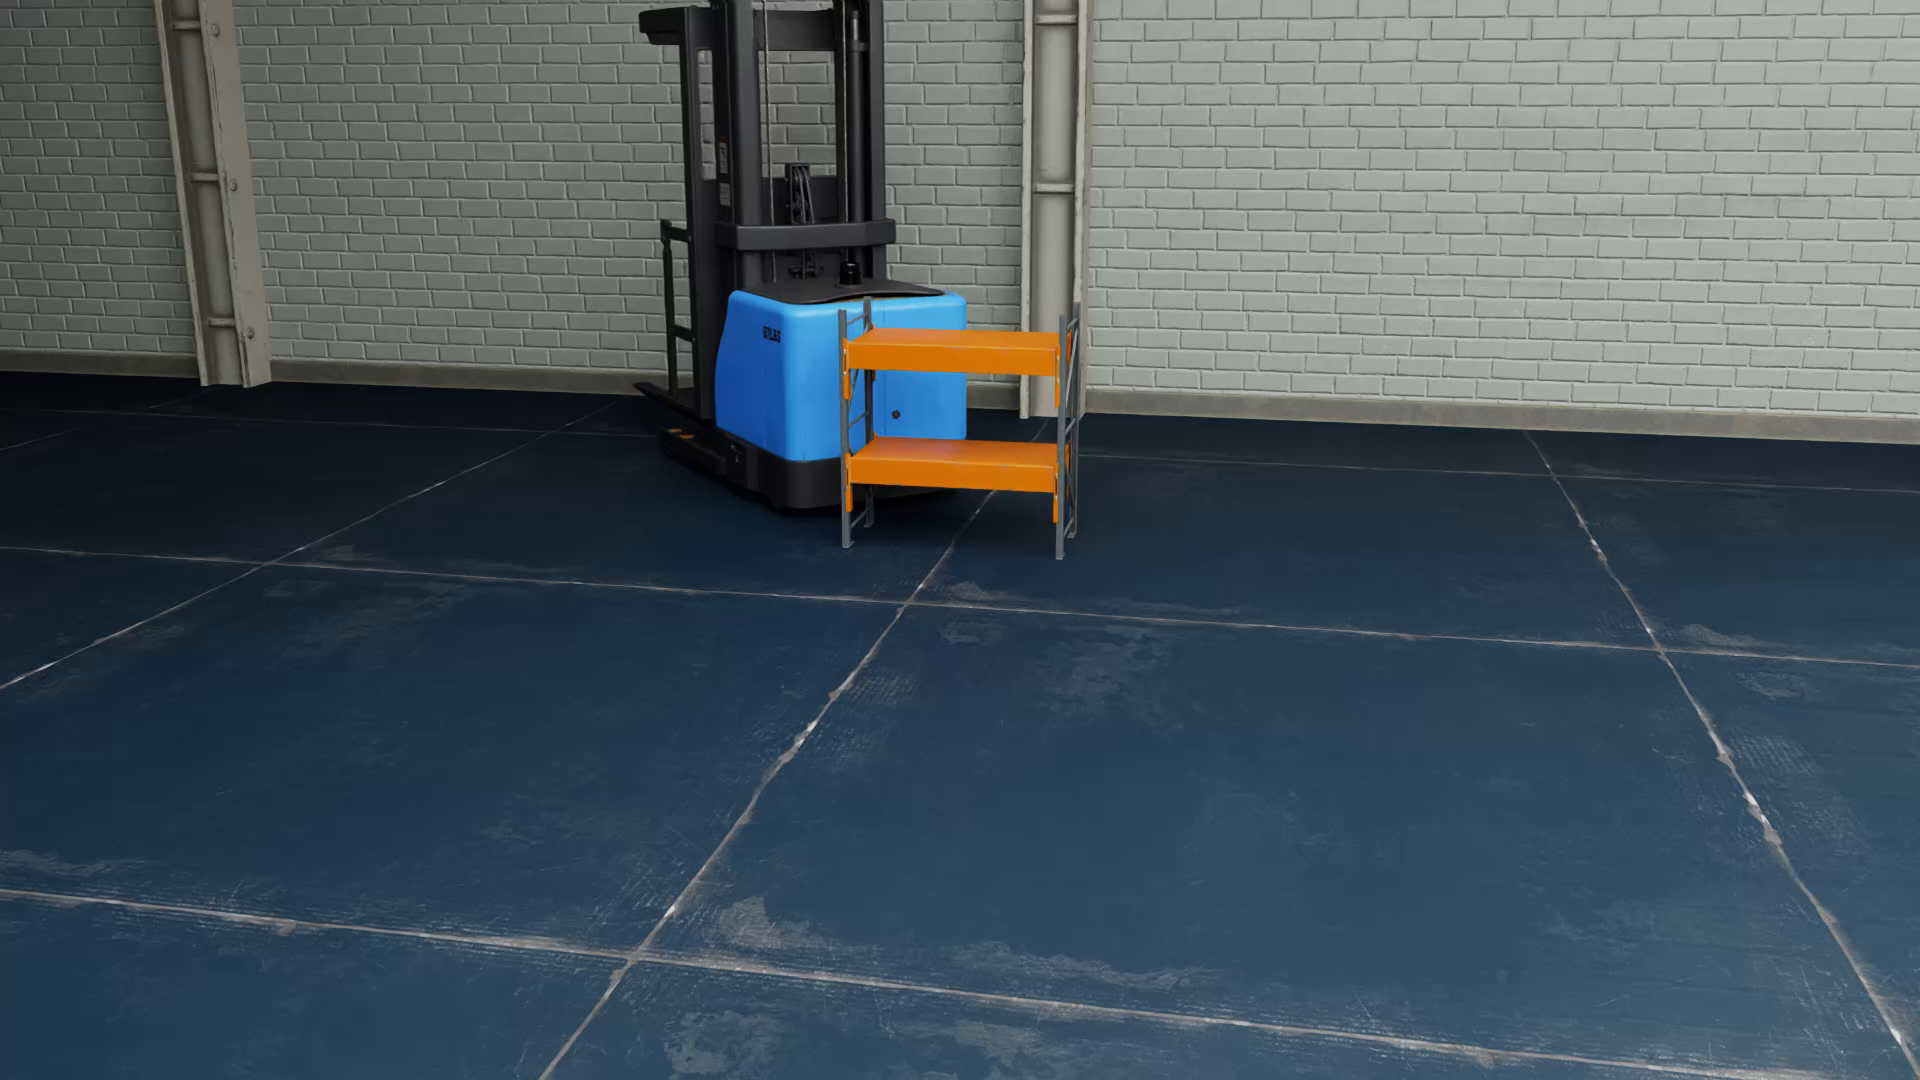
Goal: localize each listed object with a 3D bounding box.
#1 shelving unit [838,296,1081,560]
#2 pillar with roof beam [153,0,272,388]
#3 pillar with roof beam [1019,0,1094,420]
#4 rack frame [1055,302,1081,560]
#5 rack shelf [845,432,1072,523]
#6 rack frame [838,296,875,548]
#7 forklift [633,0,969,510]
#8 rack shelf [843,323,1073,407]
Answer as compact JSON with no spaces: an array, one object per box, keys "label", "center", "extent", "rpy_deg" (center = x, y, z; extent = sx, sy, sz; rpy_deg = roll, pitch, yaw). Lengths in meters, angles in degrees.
[{"label":"shelving unit","center":[0.007,-0.542,7.841],"extent":[1.048,1.125,0.538],"rpy_deg":[3,16,11]},{"label":"pillar with roof beam","center":[-6.126,-4.356,6.860],"extent":[0.400,9.000,9.100],"rpy_deg":[3,16,11]},{"label":"pillar with roof beam","center":[-0.247,-4.037,5.708],"extent":[0.400,9.000,9.100],"rpy_deg":[3,16,11]},{"label":"rack frame","center":[0.505,-0.515,7.743],"extent":[0.032,1.125,0.500],"rpy_deg":[3,16,11]},{"label":"rack shelf","center":[0.007,-0.306,7.906],"extent":[1.000,0.278,0.538],"rpy_deg":[3,16,11]},{"label":"rack frame","center":[-0.492,-0.569,7.938],"extent":[0.032,1.125,0.500],"rpy_deg":[3,16,11]},{"label":"forklift","center":[-1.104,-1.909,9.394],"extent":[1.130,2.935,3.031],"rpy_deg":[-8,18,-28]},{"label":"rack shelf","center":[0.007,-0.824,7.762],"extent":[1.000,0.278,0.538],"rpy_deg":[3,16,11]}]
